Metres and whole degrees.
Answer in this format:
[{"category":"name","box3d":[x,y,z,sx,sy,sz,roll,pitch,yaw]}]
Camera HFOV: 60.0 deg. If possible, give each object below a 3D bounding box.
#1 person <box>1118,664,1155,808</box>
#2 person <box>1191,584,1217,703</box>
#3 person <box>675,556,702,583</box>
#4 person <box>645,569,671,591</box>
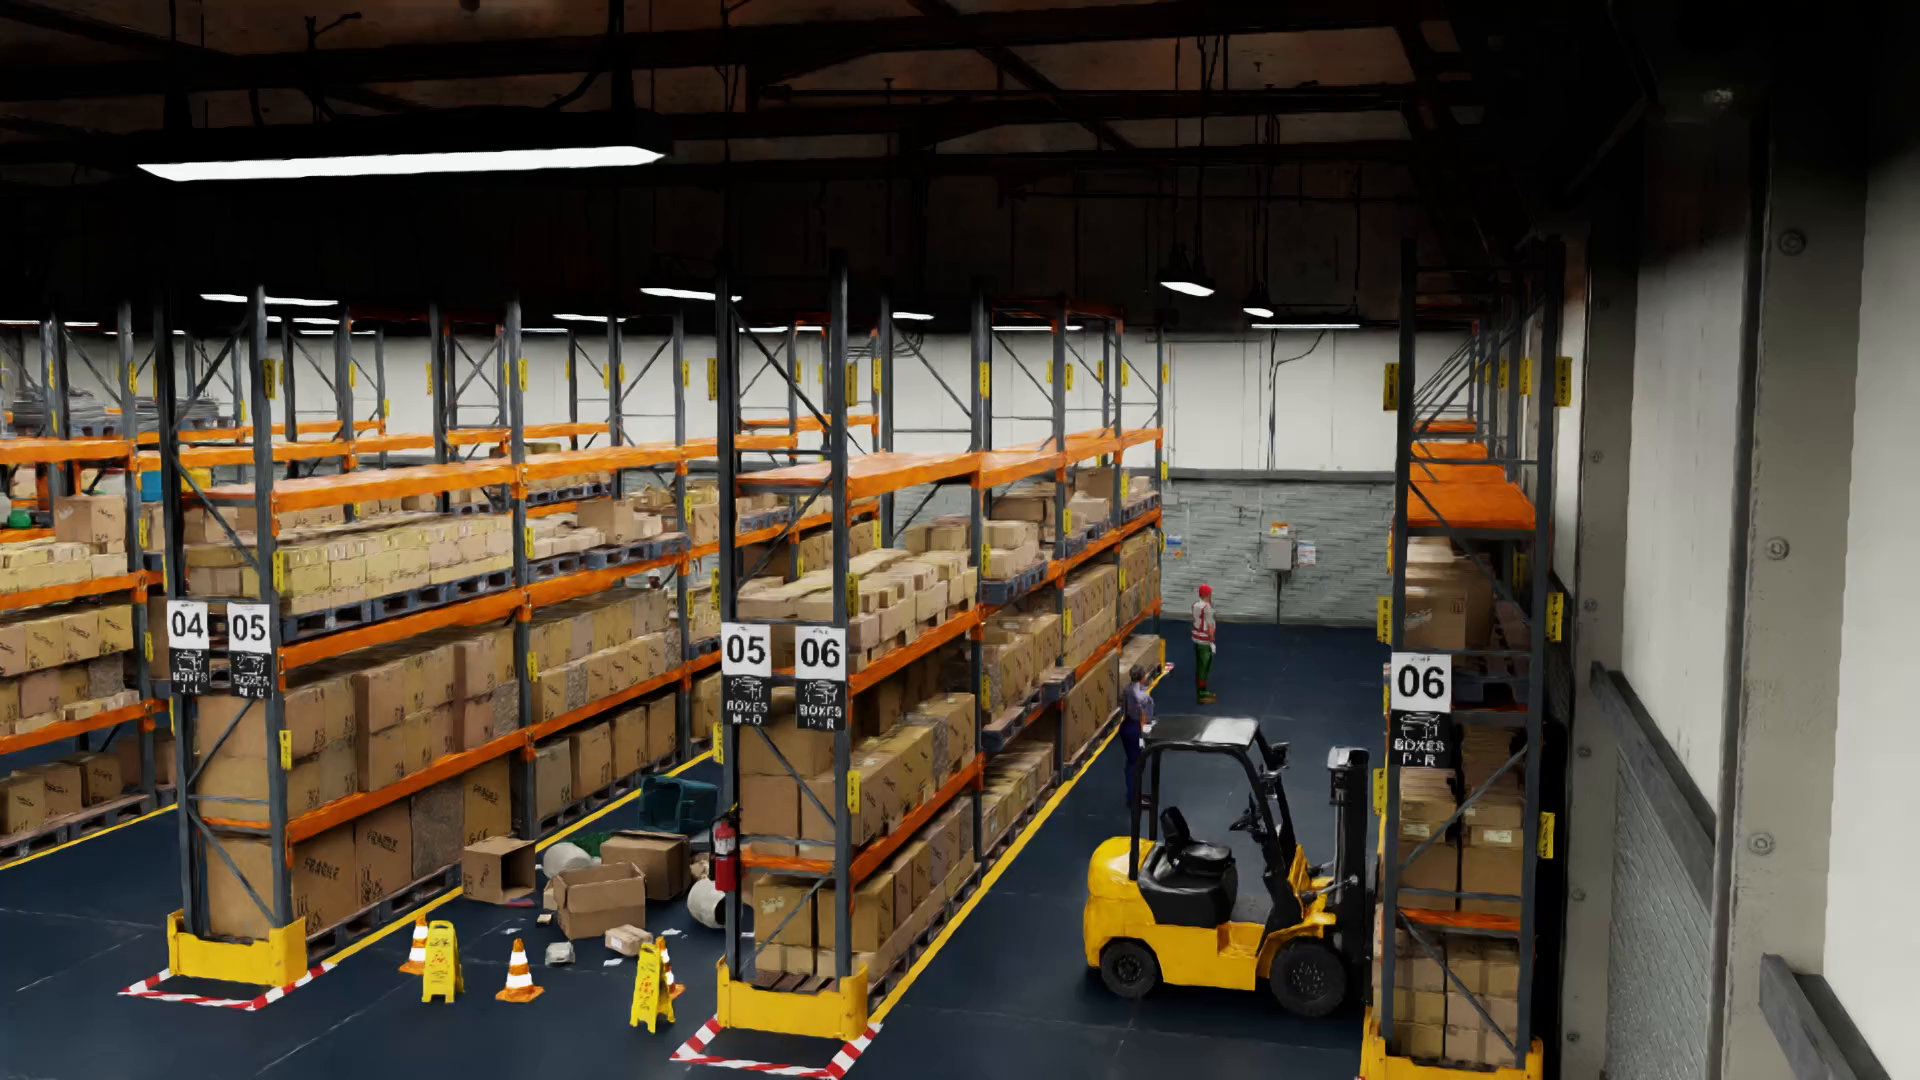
[{"category":"person","box3d":[2.102,2.274,19.526,0.423,1.651,0.526,-2,6,-16]},{"category":"person","box3d":[3.783,1.567,25.464,0.442,1.792,0.606,-2,6,-16]},{"category":"person","box3d":[-5.695,0.654,35.030,0.625,1.608,0.815,0,6,-3]},{"category":"person","box3d":[-5.116,1.335,28.094,0.579,1.732,1.042,2,6,14]}]
